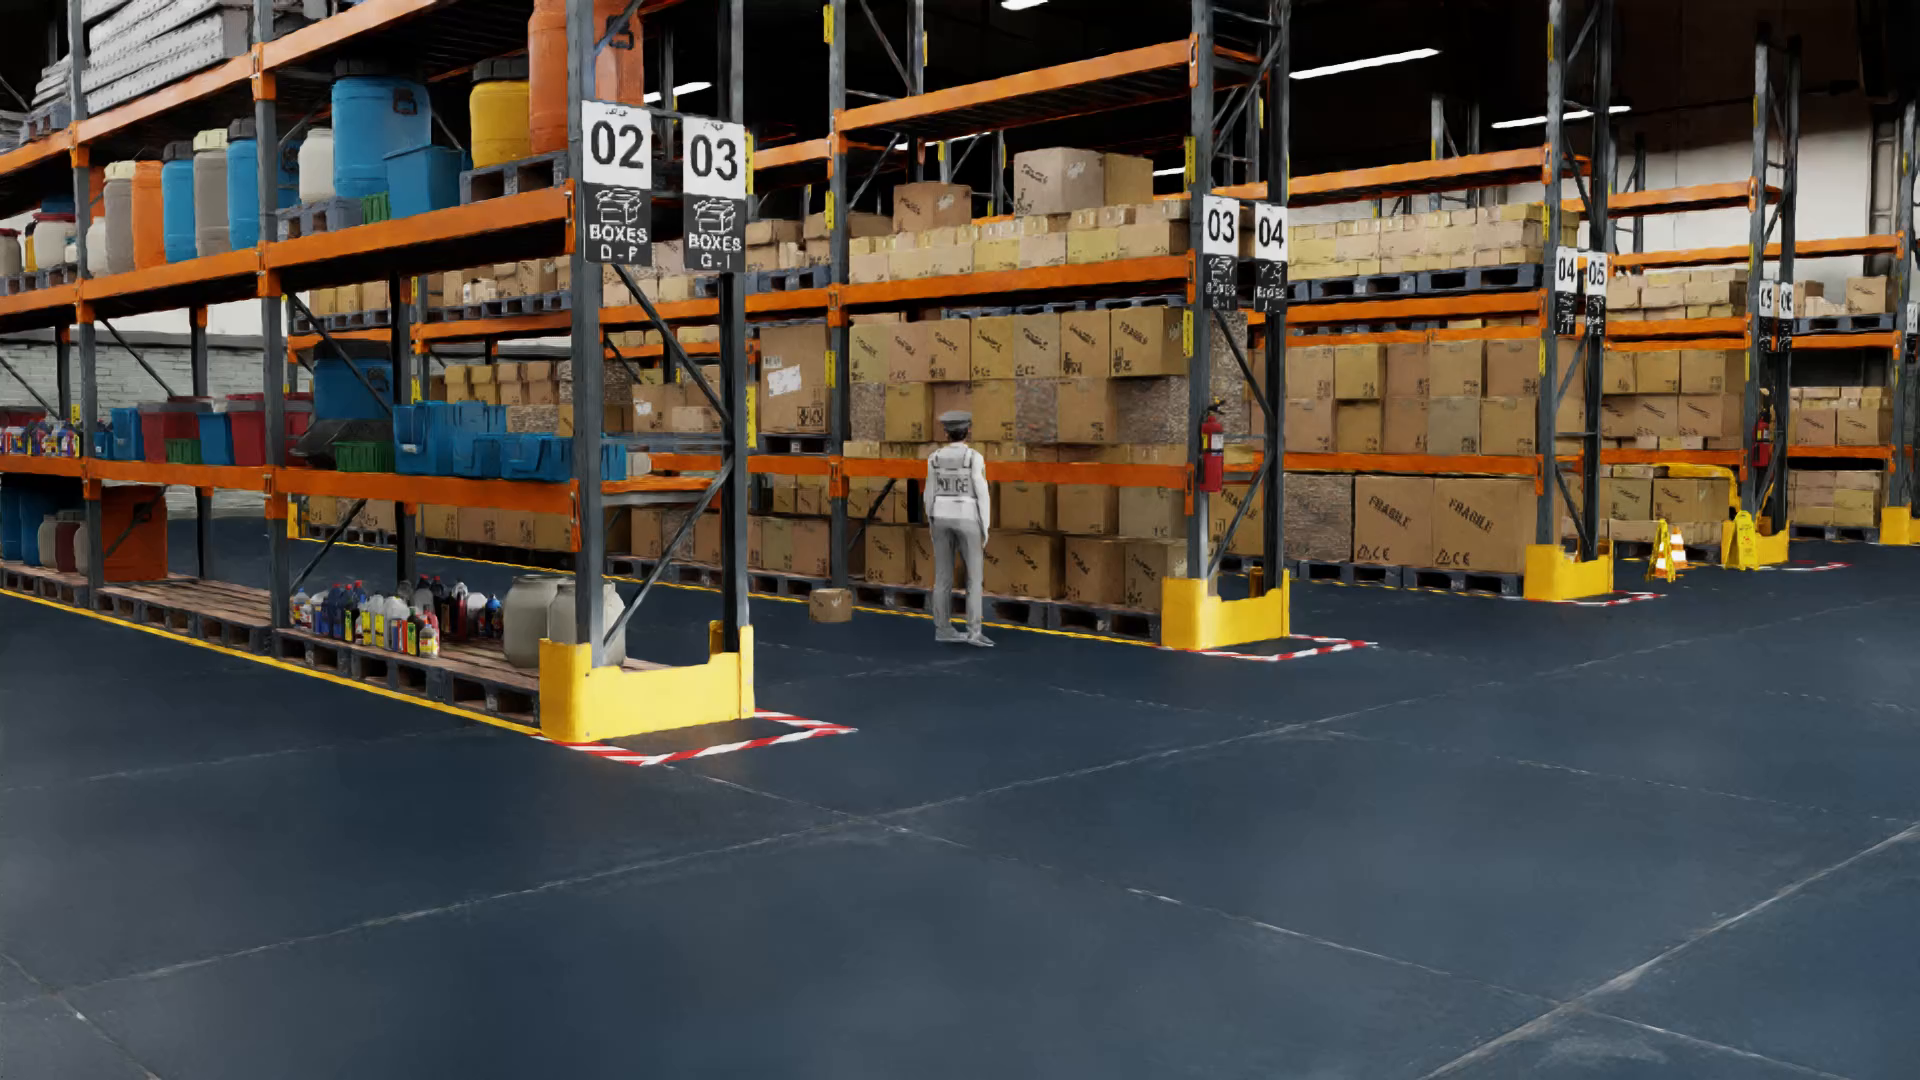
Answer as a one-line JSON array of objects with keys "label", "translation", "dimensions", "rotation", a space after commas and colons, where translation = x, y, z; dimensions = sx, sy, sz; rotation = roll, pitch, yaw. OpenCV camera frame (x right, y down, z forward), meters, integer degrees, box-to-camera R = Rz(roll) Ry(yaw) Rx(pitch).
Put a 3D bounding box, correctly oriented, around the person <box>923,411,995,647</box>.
[{"label": "person", "translation": [-0.009, -0.071, 11.982], "dimensions": [0.531, 1.720, 0.375], "rotation": [2, 4, 26]}]
